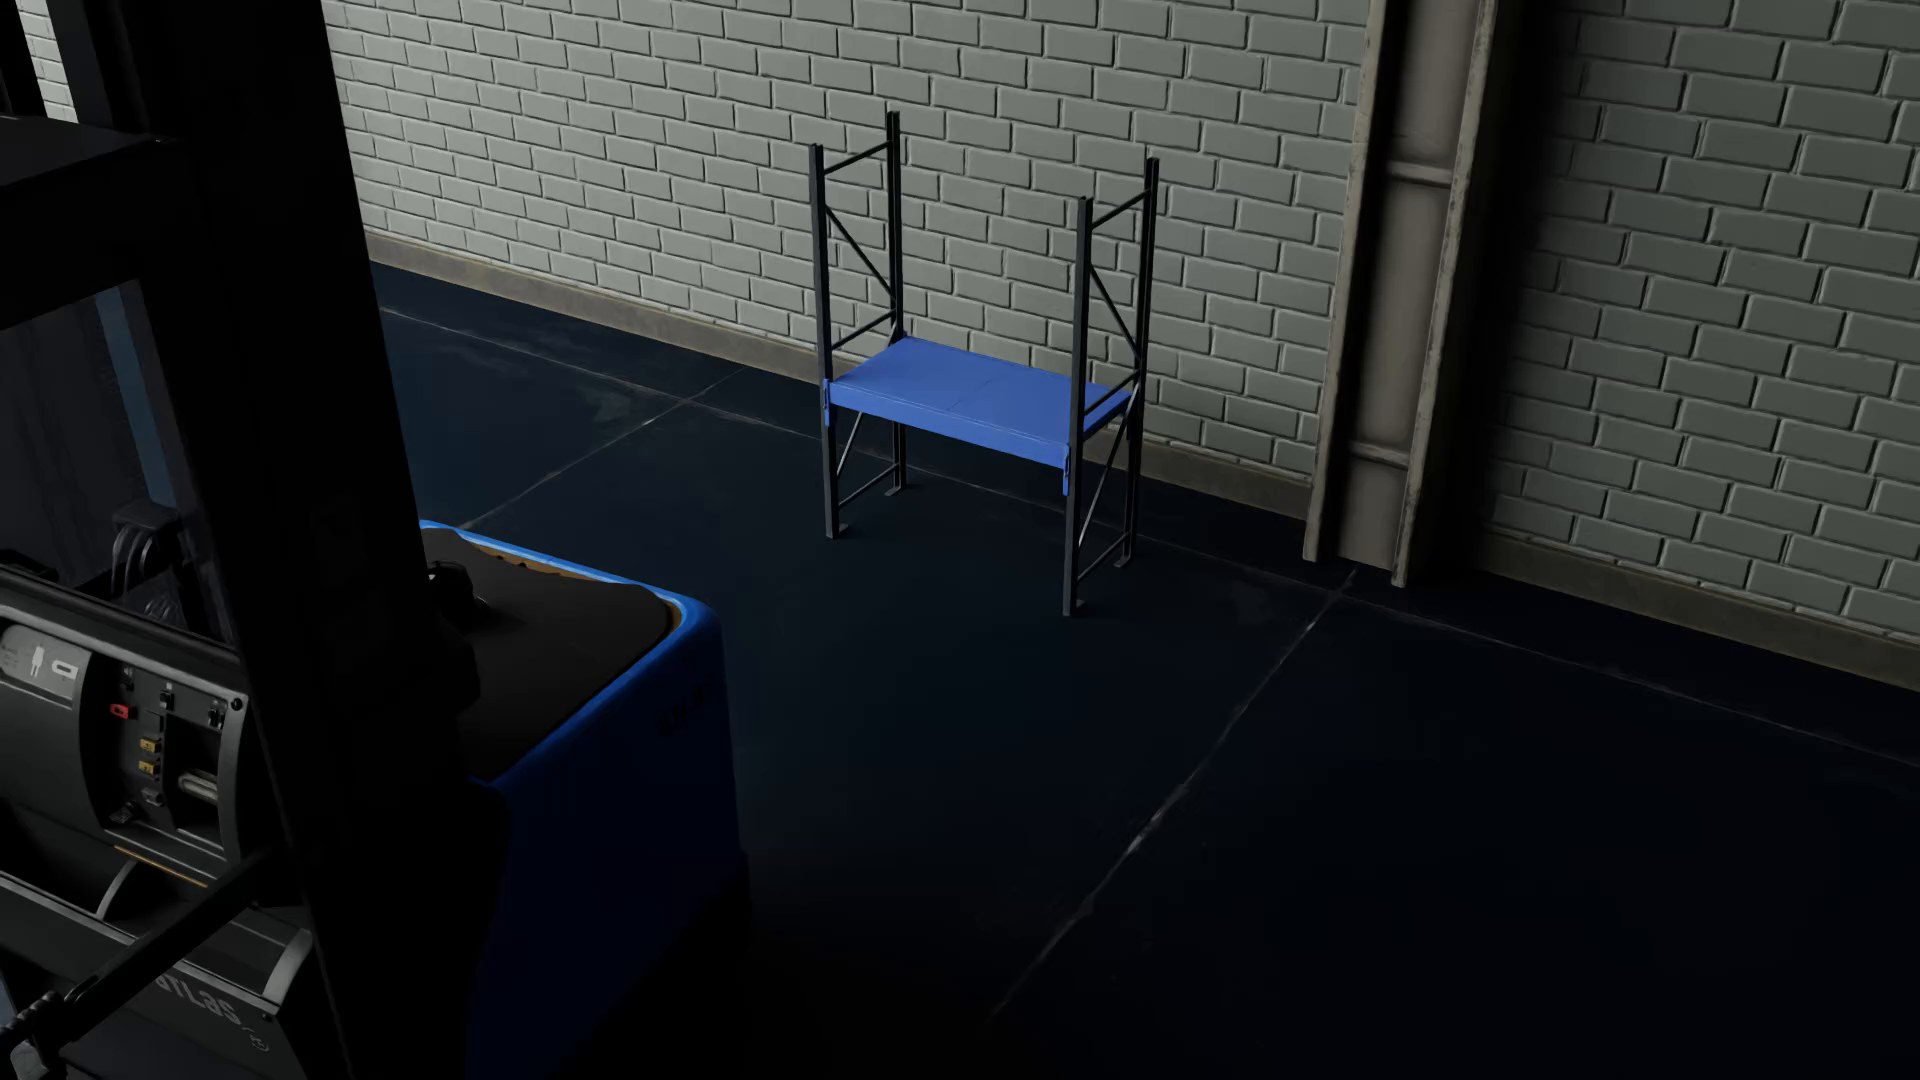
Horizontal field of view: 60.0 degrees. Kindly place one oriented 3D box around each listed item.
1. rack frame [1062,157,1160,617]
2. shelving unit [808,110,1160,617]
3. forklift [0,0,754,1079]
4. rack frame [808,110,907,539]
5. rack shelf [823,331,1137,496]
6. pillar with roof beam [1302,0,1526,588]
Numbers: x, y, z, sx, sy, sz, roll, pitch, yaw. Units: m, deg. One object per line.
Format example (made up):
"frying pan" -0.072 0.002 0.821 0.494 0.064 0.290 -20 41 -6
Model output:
"rack frame" 0.503 -0.489 5.599 0.032 1.500 0.500 18 35 27
"shelving unit" 0.072 -0.625 5.833 1.048 1.500 0.538 18 35 27
"forklift" -1.662 0.360 2.724 1.130 2.935 3.031 15 33 23
"rack frame" -0.358 -0.761 6.066 0.032 1.500 0.500 18 35 27
"rack shelf" 0.072 -0.470 5.924 1.000 0.185 0.538 18 35 27
"pillar with roof beam" -0.779 -1.994 0.737 0.400 9.000 9.100 18 35 27
